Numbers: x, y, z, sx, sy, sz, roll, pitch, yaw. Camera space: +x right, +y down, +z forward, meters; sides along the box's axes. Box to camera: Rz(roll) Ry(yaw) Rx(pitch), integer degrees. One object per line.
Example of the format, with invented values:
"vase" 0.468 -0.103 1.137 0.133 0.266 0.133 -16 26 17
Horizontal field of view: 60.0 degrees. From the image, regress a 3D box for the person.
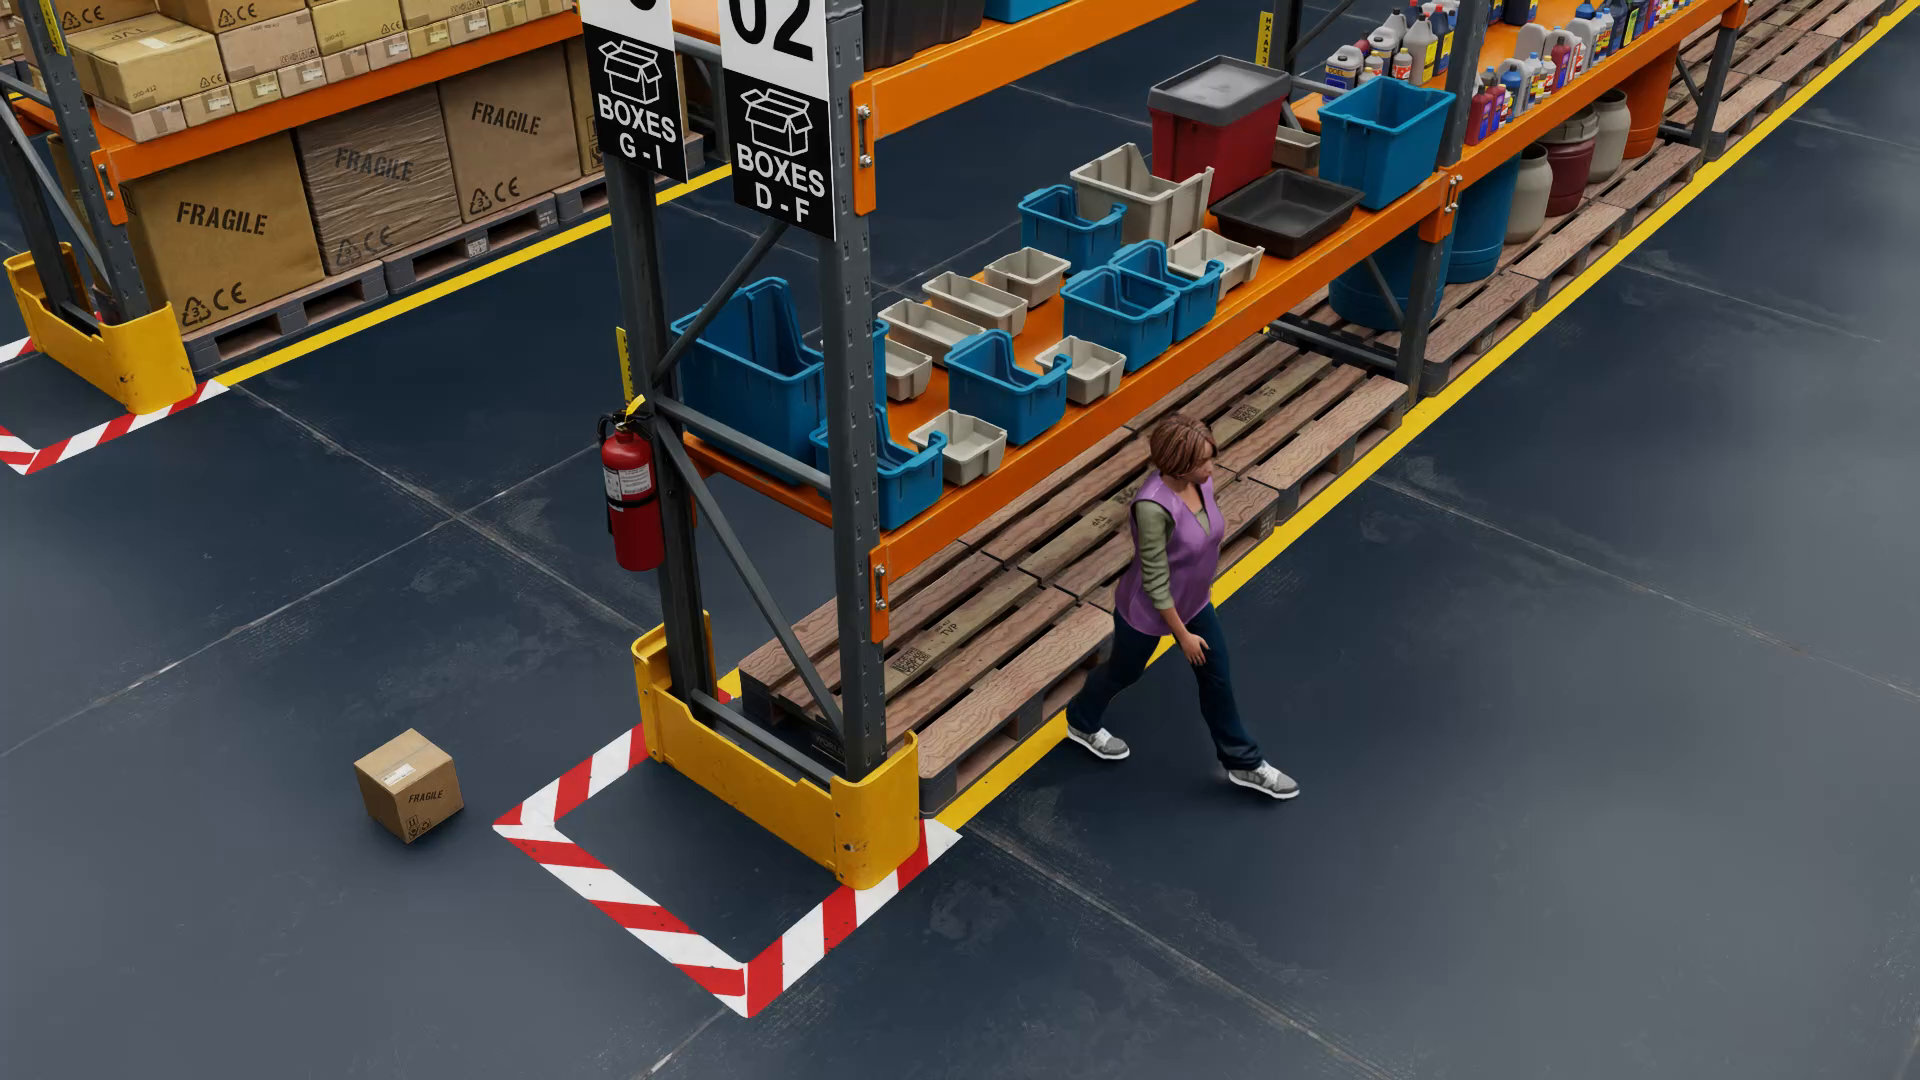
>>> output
"person" 0.787 0.246 5.793 0.884 1.553 0.454 28 44 33
